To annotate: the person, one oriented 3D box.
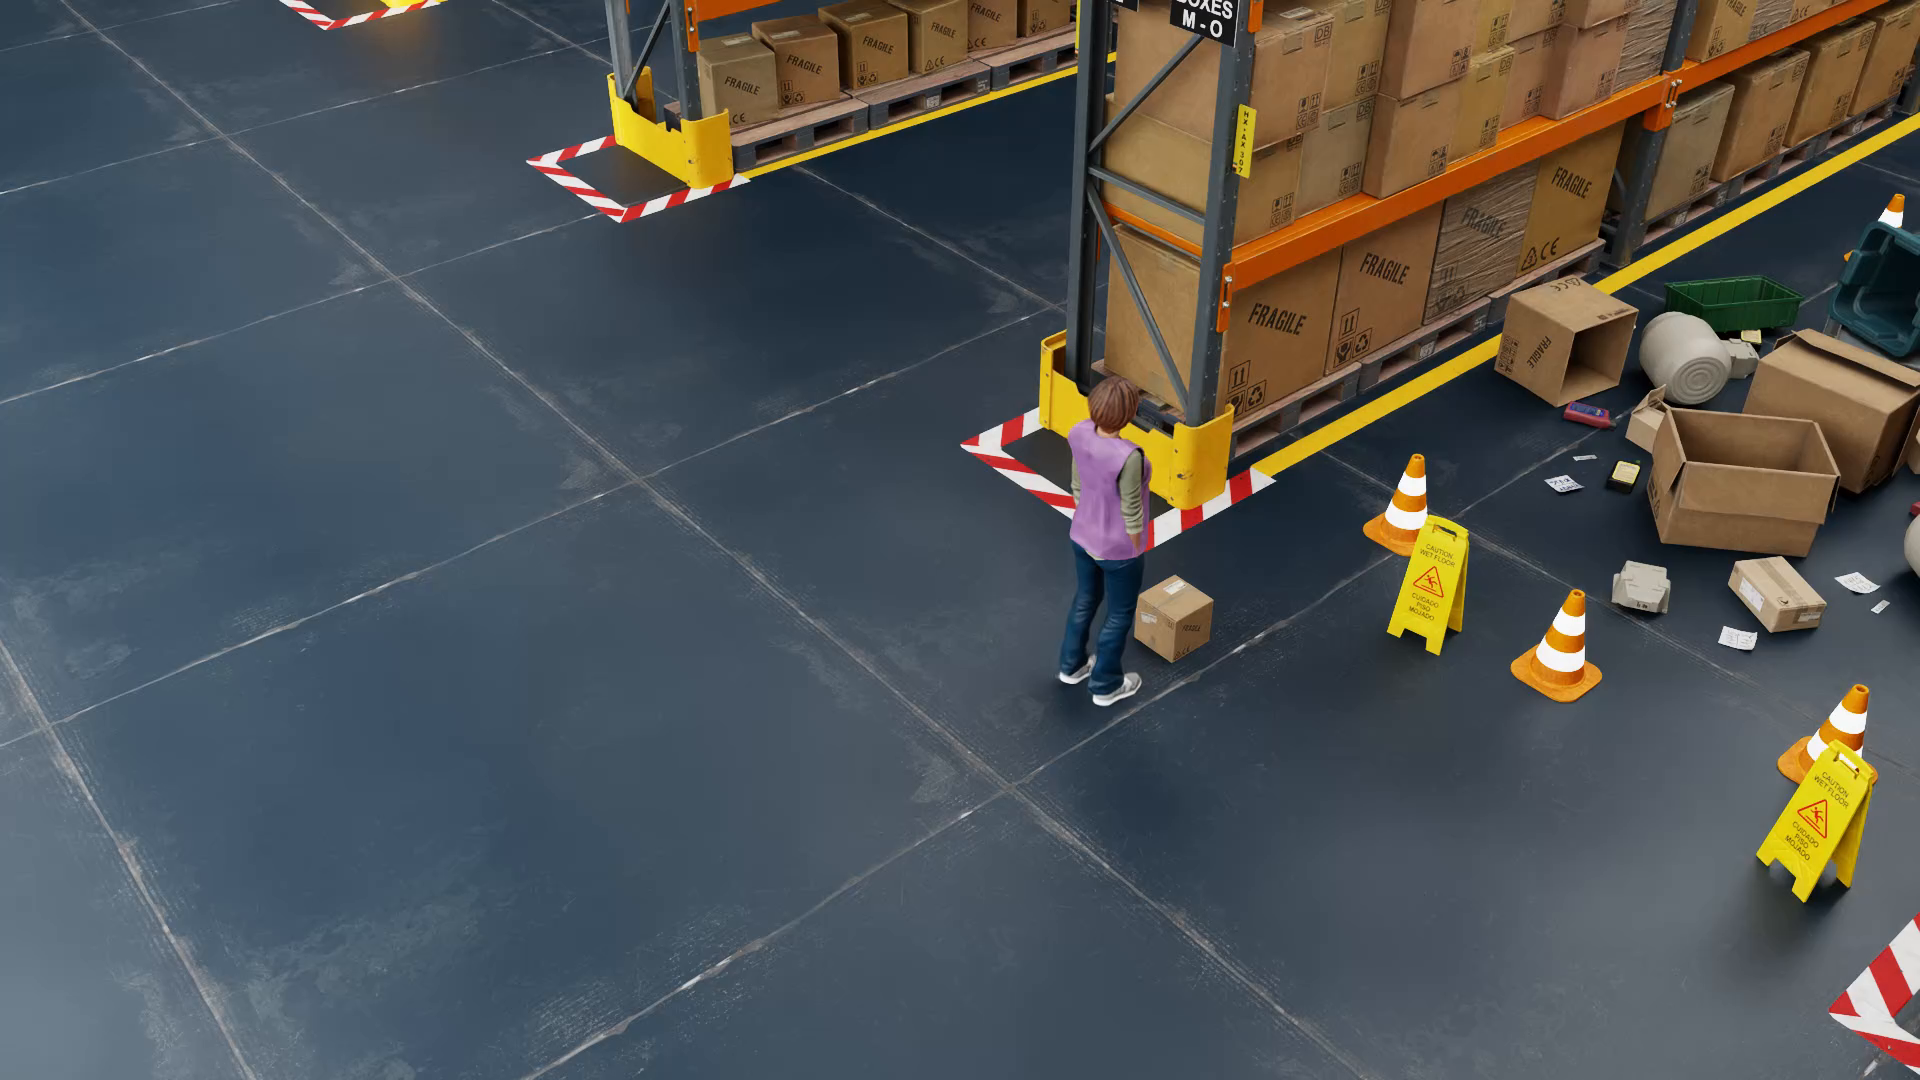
[{"bbox_3d":[0.619,0.007,7.090,0.311,1.611,0.406,-25,43,-30],"label":"person"}]
